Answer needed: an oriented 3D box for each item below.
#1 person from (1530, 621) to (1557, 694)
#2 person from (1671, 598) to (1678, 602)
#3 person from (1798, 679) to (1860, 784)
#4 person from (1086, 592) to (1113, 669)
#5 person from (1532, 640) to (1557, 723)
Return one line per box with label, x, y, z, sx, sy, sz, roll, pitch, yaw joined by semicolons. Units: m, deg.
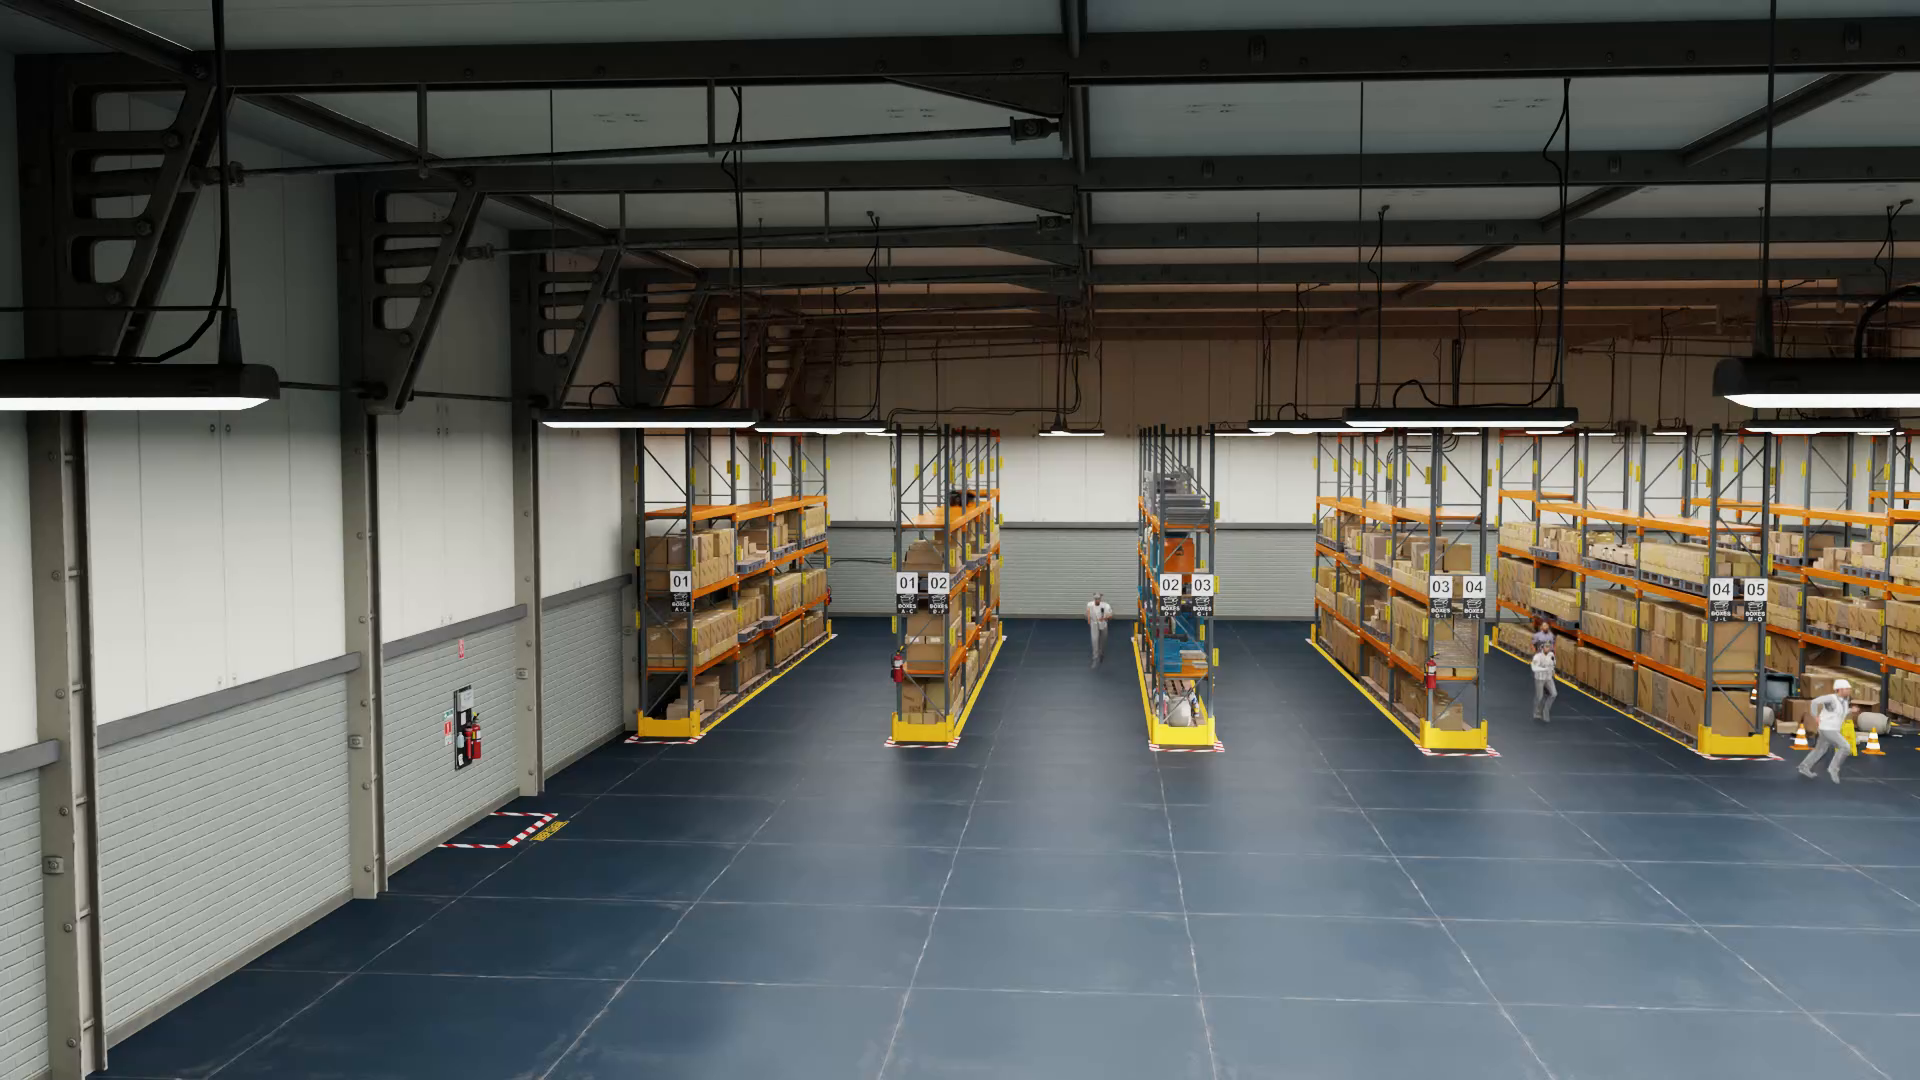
person;13.223;2.645;37.650;0.614;1.609;0.575;0;3;1
person;20.297;2.042;47.113;0.640;1.674;0.636;2;4;24
person;14.468;3.165;27.702;0.922;1.741;0.647;3;5;44
person;3.367;2.150;40.175;0.662;1.822;0.988;1;4;10
person;11.808;2.836;33.602;0.641;1.676;0.790;-1;4;-10
